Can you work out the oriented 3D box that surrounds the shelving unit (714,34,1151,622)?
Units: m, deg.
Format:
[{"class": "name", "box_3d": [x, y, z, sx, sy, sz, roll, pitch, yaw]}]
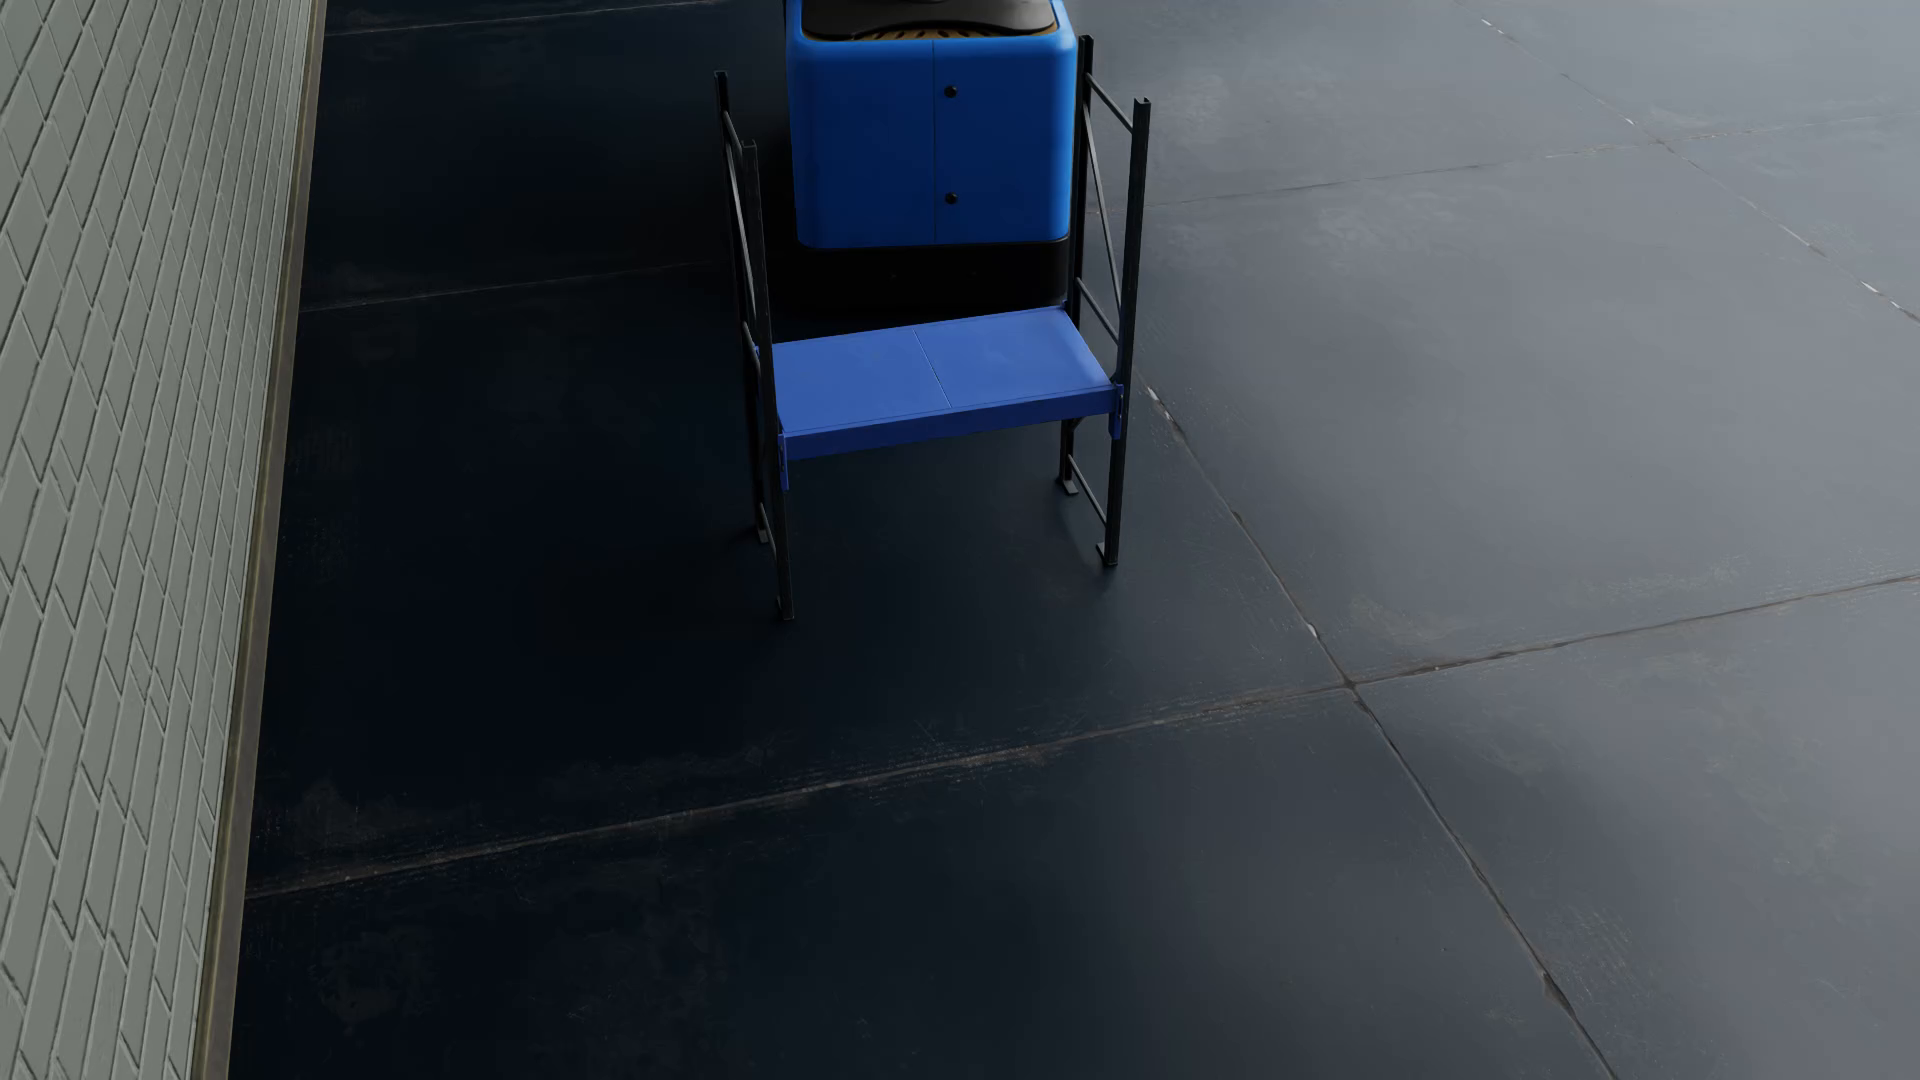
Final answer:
[{"class": "shelving unit", "box_3d": [-0.082, -0.582, 4.777, 1.048, 1.500, 0.538, -9, 38, -12]}]

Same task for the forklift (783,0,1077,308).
[{"class": "forklift", "box_3d": [-0.207, -2.920, 6.655, 1.130, 2.935, 3.031, -3, 37, -4]}]

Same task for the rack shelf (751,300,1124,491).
[{"class": "rack shelf", "box_3d": [-0.082, -0.439, 4.886, 1.000, 0.185, 0.538, -9, 38, -12]}]

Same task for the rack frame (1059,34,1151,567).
[{"class": "rack frame", "box_3d": [0.408, -0.663, 4.882, 0.032, 1.500, 0.500, -9, 38, -12]}]

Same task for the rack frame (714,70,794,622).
[{"class": "rack frame", "box_3d": [-0.573, -0.502, 4.671, 0.032, 1.500, 0.500, -9, 38, -12]}]
